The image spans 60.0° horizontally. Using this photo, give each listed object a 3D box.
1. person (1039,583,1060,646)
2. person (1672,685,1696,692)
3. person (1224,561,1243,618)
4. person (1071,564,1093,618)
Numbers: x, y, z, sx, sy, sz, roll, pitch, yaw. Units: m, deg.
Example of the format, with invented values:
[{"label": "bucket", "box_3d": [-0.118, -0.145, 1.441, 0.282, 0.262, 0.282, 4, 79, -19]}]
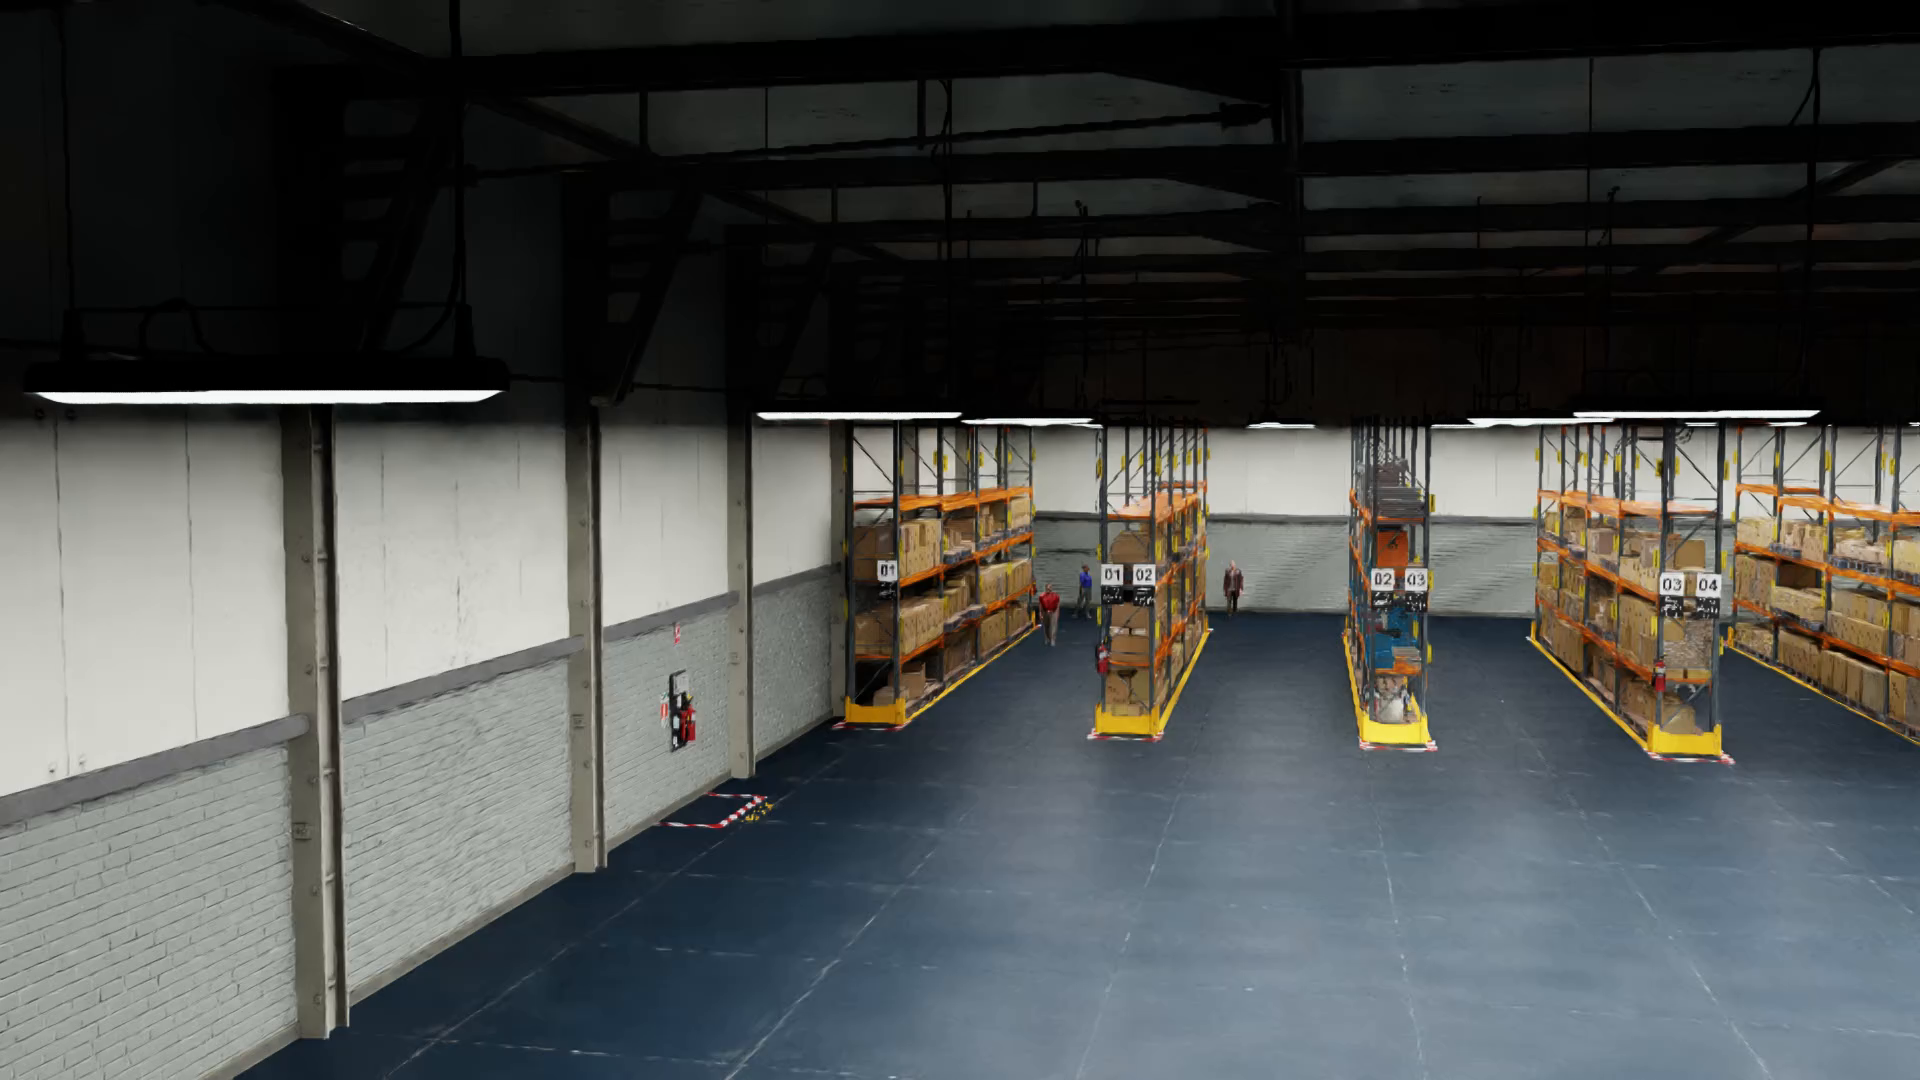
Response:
[{"label": "person", "box_3d": [2.351, 1.945, 44.047, 0.547, 1.641, 1.115, 1, 4, 10]}, {"label": "person", "box_3d": [15.716, 2.540, 35.992, 0.610, 1.588, 0.780, 1, 4, 17]}, {"label": "person", "box_3d": [8.324, 1.486, 50.653, 0.604, 1.724, 1.111, 1, 4, 11]}, {"label": "person", "box_3d": [3.683, 1.543, 50.508, 0.646, 1.655, 0.461, -3, 5, -37]}]
